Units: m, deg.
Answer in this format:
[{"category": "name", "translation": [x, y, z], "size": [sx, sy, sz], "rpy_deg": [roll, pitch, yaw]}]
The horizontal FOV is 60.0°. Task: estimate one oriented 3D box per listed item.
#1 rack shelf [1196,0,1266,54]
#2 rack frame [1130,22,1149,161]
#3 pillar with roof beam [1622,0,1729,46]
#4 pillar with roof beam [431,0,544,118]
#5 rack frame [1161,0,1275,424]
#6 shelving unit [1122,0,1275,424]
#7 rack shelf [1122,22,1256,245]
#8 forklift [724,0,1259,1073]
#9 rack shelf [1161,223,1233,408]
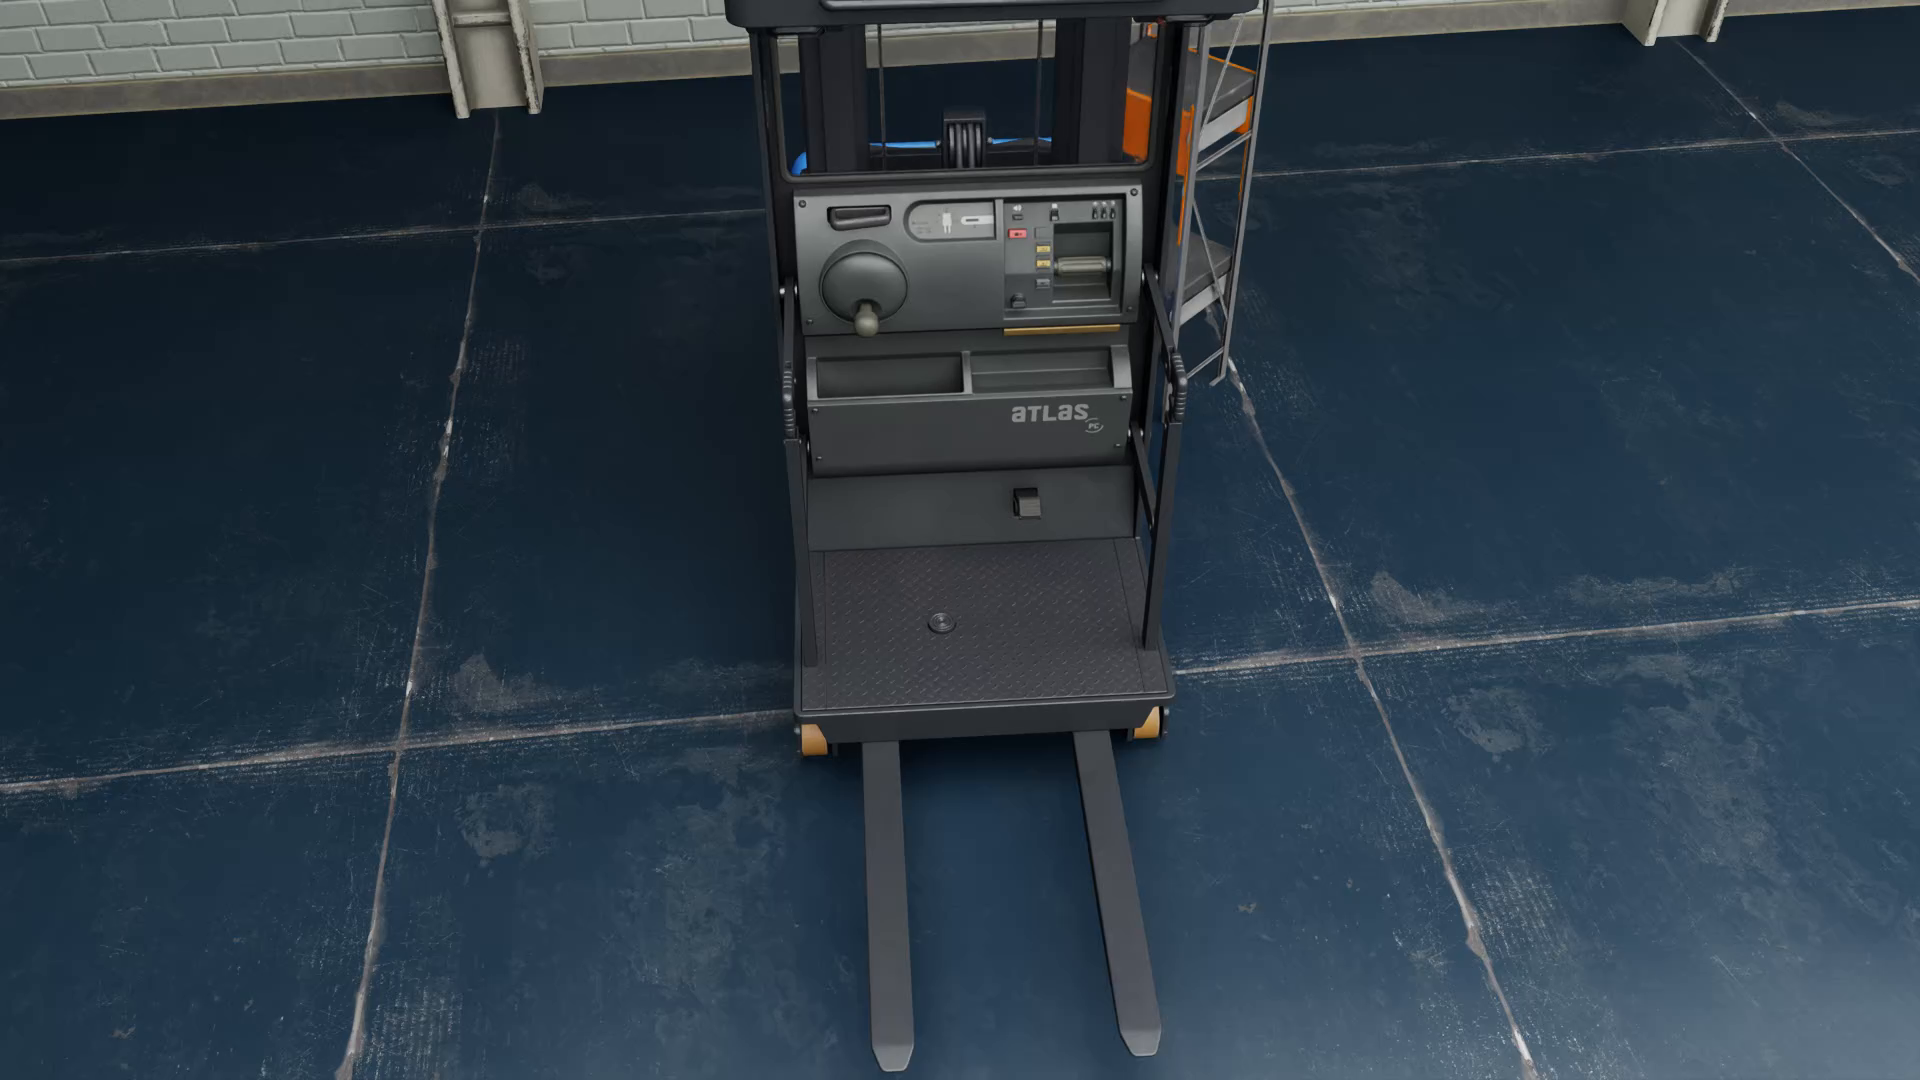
[{"category": "rack shelf", "translation": [0.708, -1.932, 5.300], "size": [0.480, 0.518, 0.431], "rpy_deg": [30, 50, 29]}, {"category": "rack frame", "translation": [0.525, -1.531, 5.879], "size": [0.015, 2.100, 0.400], "rpy_deg": [30, 50, 29]}, {"category": "pillar with roof beam", "translation": [4.263, -3.151, 2.525], "size": [0.400, 9.000, 9.100], "rpy_deg": [-5, 42, -6]}, {"category": "pillar with roof beam", "translation": [-1.686, -2.630, 1.947], "size": [0.400, 9.000, 9.100], "rpy_deg": [-5, 42, -6]}, {"category": "rack frame", "translation": [0.891, -1.315, 5.640], "size": [0.015, 2.100, 0.400], "rpy_deg": [30, 50, 29]}, {"category": "shelving unit", "translation": [0.708, -1.423, 5.759], "size": [0.503, 2.100, 0.431], "rpy_deg": [30, 50, 29]}, {"category": "rack shelf", "translation": [0.708, -1.412, 5.769], "size": [0.480, 0.518, 0.431], "rpy_deg": [30, 50, 29]}, {"category": "forklift", "translation": [0.042, -0.671, 4.305], "size": [1.130, 2.935, 3.031], "rpy_deg": [-3, 42, -3]}, {"category": "rack shelf", "translation": [0.708, -0.893, 6.237], "size": [0.480, 0.518, 0.431], "rpy_deg": [30, 50, 29]}]
